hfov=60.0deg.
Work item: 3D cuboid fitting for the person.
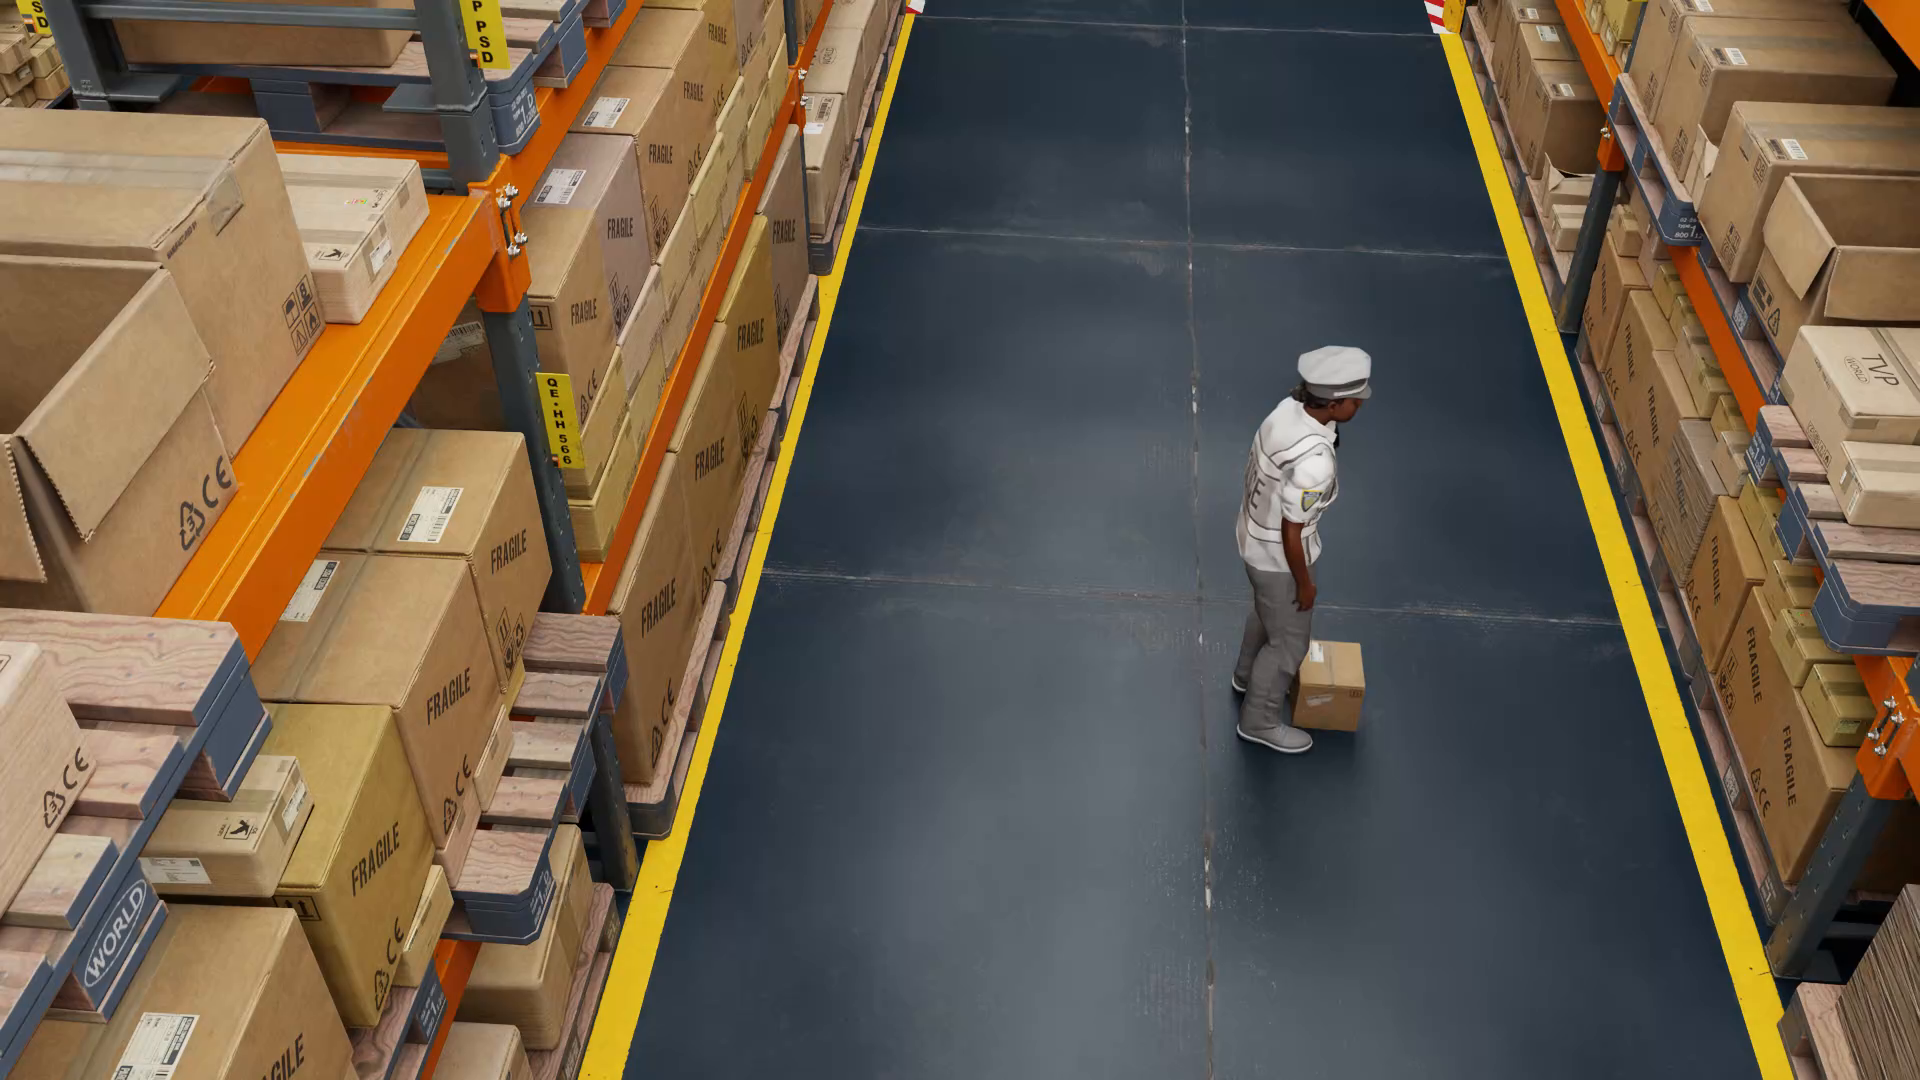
[{"bbox_3d":[1.210,0.037,6.113,0.388,1.659,0.506,2,40,2],"label":"person"}]
